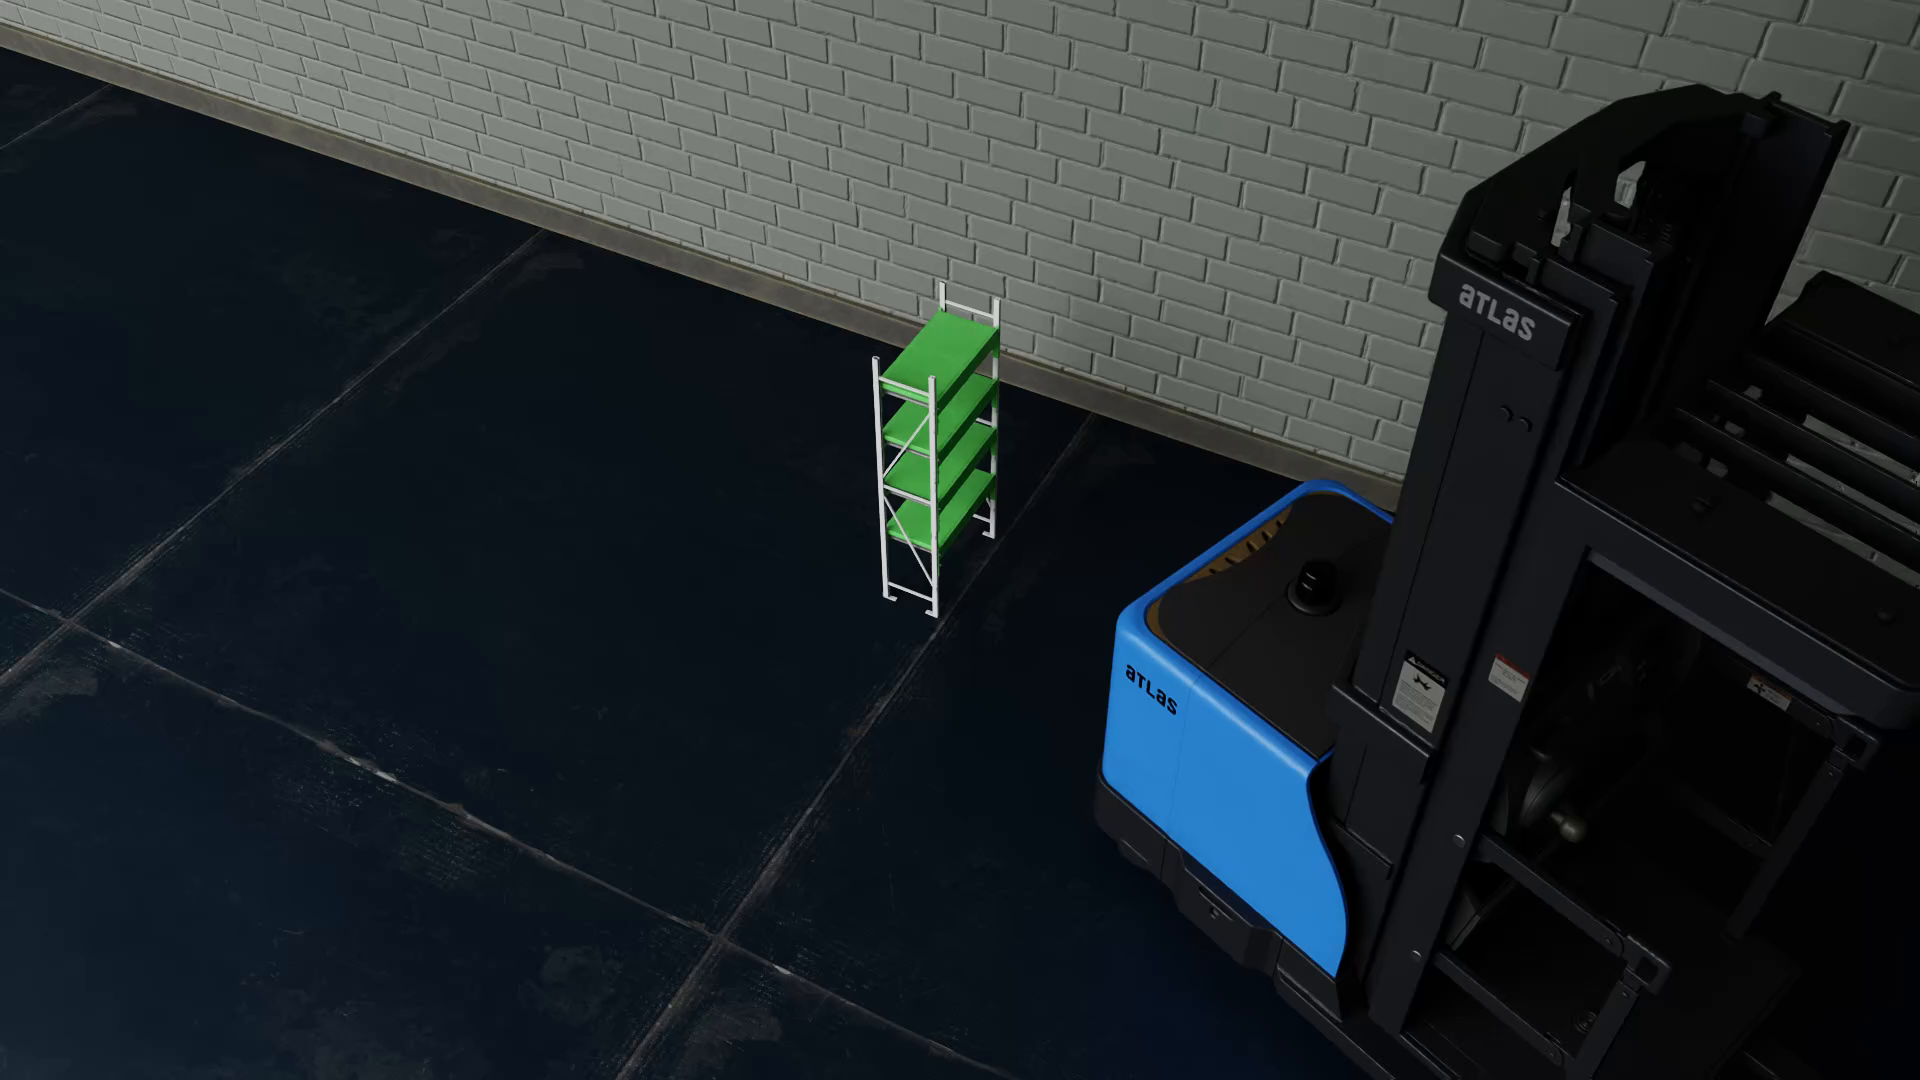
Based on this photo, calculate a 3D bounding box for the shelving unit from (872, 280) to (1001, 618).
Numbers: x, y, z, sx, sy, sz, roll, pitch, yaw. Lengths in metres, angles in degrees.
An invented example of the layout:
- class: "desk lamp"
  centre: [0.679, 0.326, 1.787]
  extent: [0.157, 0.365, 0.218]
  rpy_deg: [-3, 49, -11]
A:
- class: "shelving unit"
  centre: [-0.077, -0.317, 6.220]
  extent: [0.258, 1.200, 0.503]
  rpy_deg: [20, 49, 19]

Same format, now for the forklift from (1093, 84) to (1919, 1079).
- class: "forklift"
  centre: [1.812, 0.509, 4.187]
  extent: [1.130, 2.935, 3.031]
  rpy_deg: [-32, 54, -28]

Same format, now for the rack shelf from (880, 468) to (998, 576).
- class: "rack shelf"
  centre: [-0.077, -0.104, 6.436]
  extent: [0.258, 0.148, 0.480]
  rpy_deg: [20, 49, 19]

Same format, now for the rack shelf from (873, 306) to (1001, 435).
- class: "rack shelf"
  centre: [-0.077, -0.610, 5.924]
  extent: [0.258, 0.148, 0.480]
  rpy_deg: [20, 49, 19]

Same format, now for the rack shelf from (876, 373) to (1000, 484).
- class: "rack shelf"
  centre: [-0.077, -0.441, 6.095]
  extent: [0.258, 0.148, 0.480]
  rpy_deg: [20, 49, 19]

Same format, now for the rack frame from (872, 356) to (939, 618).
- class: "rack frame"
  centre: [-0.190, -0.164, 6.068]
  extent: [0.240, 1.200, 0.015]
  rpy_deg: [20, 49, 19]

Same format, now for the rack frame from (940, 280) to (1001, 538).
- class: "rack frame"
  centre: [0.036, -0.471, 6.372]
  extent: [0.240, 1.200, 0.015]
  rpy_deg: [20, 49, 19]

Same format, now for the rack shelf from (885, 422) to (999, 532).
- class: "rack shelf"
  centre: [-0.077, -0.273, 6.266]
  extent: [0.258, 0.148, 0.480]
  rpy_deg: [20, 49, 19]
